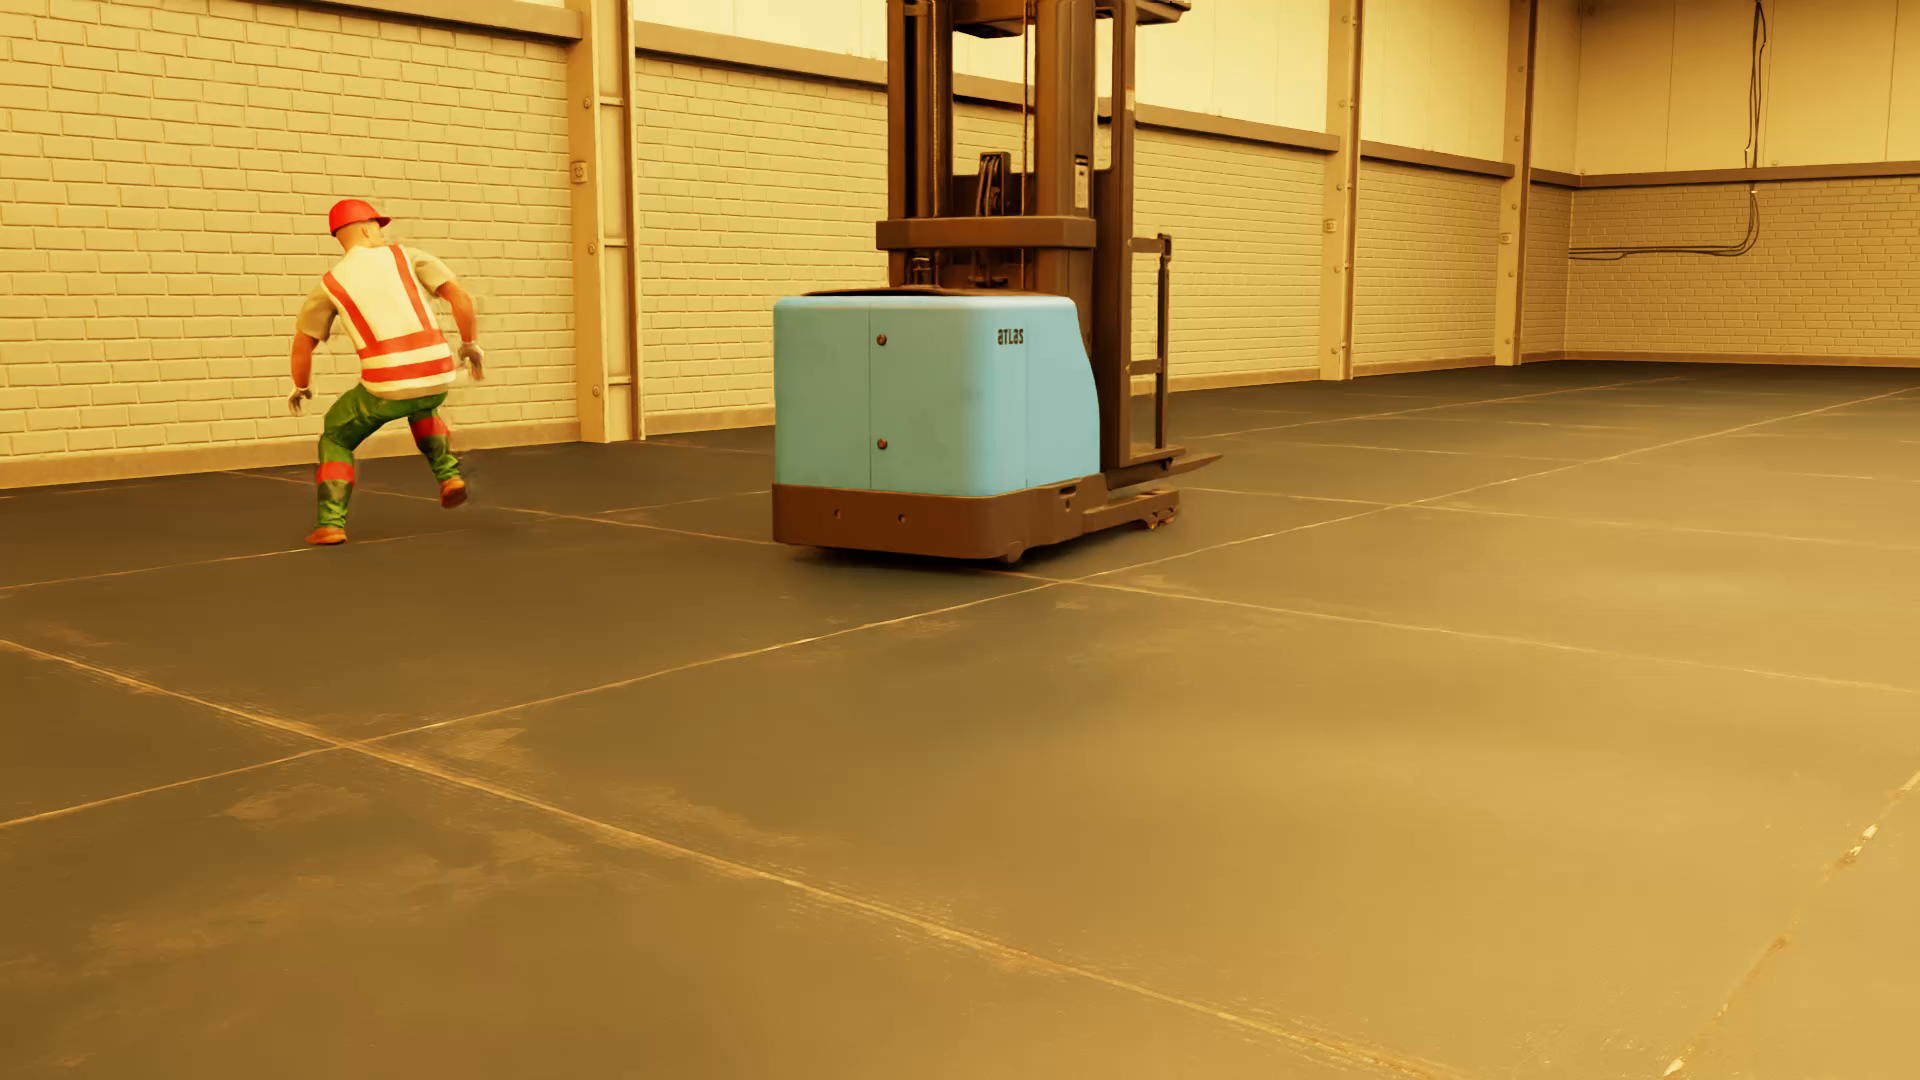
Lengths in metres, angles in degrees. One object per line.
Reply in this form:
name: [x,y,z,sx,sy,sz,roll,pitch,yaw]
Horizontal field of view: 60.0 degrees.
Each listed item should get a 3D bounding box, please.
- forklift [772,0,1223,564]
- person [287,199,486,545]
forklift: [0.391,-1.527,7.720,1.130,2.935,3.031,5,10,29]
person: [-2.571,-0.754,7.485,0.811,1.535,0.679,-5,10,-32]
